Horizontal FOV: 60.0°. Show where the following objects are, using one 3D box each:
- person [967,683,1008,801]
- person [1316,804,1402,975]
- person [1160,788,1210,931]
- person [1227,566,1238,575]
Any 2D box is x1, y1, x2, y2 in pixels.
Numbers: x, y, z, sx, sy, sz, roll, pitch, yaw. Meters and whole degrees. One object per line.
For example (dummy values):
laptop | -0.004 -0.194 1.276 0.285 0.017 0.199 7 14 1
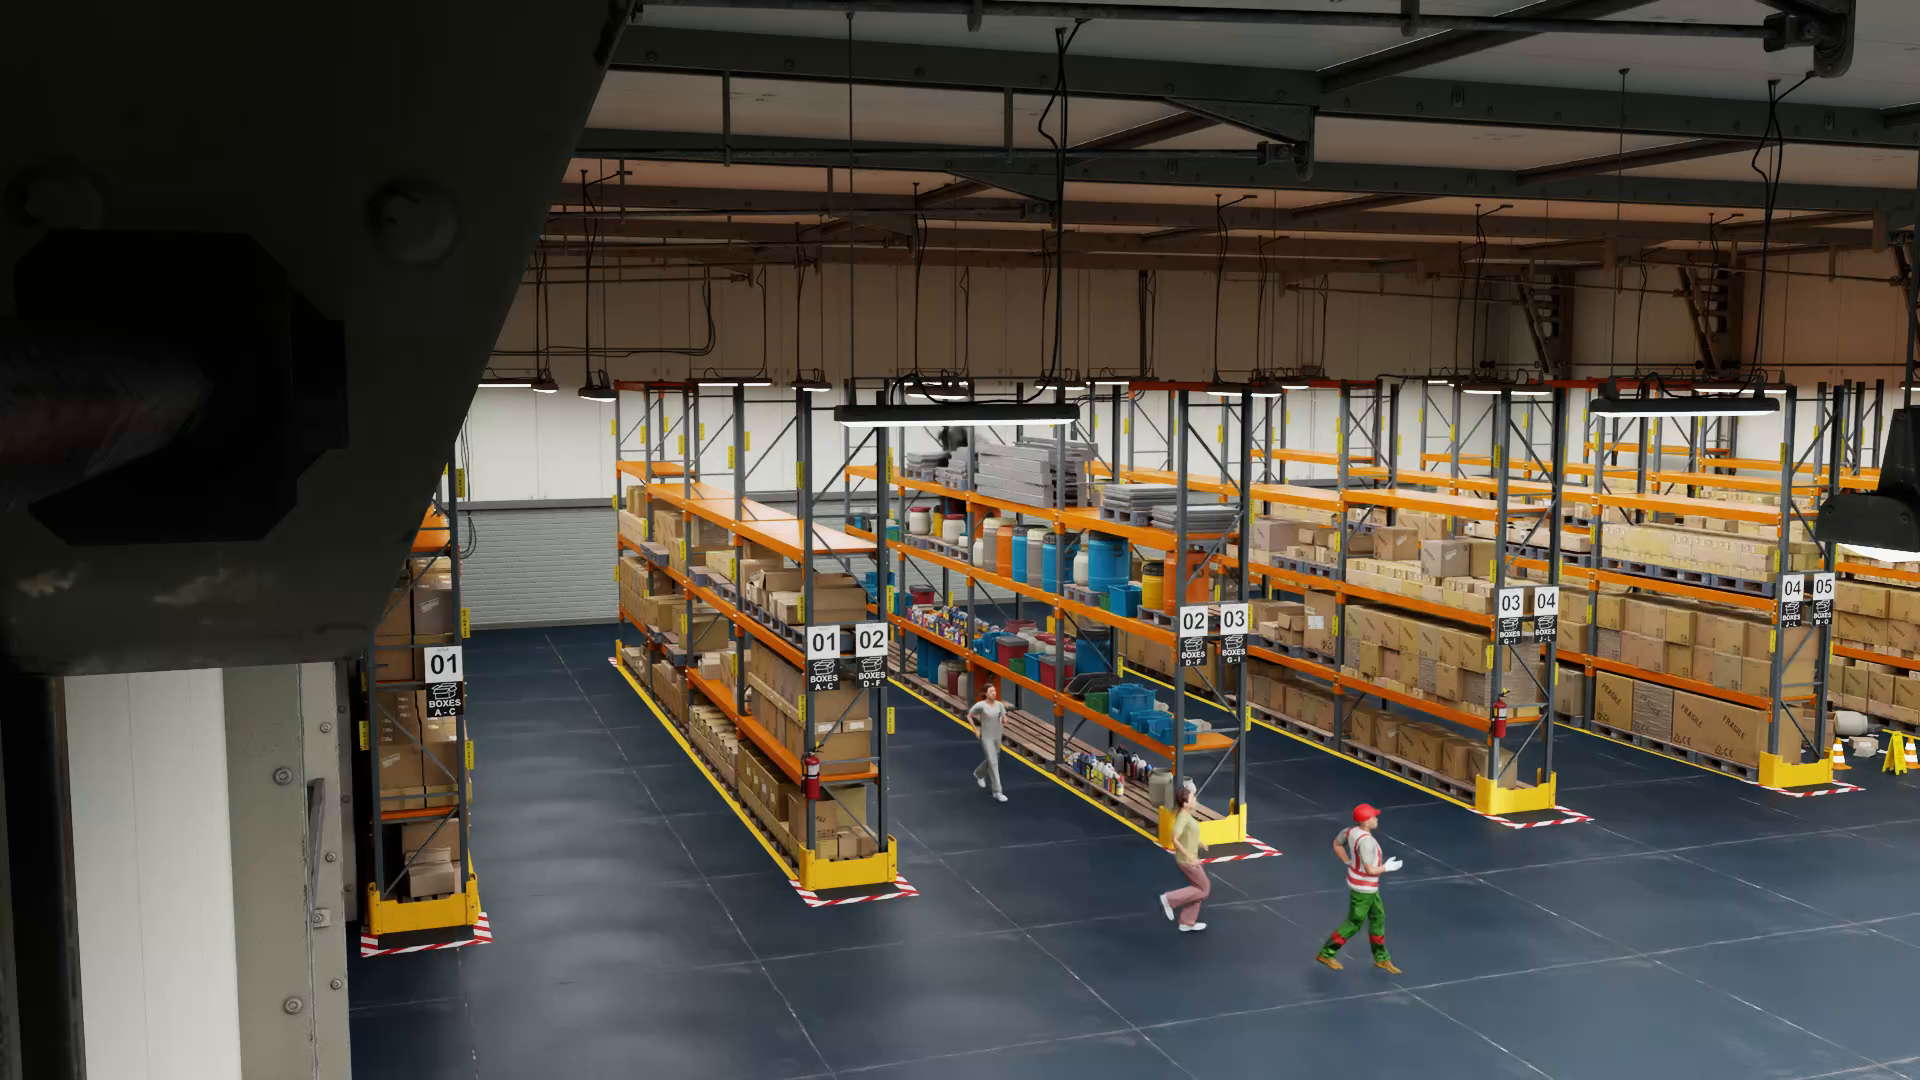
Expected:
person | 0.437 2.908 24.307 0.564 1.655 0.969 -4 7 -34
person | 4.141 3.619 17.165 0.893 1.833 0.642 1 6 5
person | 2.520 3.572 18.593 0.558 1.621 0.594 1 6 5
person | 6.640 1.136 41.052 0.746 1.758 0.759 -4 7 -31
